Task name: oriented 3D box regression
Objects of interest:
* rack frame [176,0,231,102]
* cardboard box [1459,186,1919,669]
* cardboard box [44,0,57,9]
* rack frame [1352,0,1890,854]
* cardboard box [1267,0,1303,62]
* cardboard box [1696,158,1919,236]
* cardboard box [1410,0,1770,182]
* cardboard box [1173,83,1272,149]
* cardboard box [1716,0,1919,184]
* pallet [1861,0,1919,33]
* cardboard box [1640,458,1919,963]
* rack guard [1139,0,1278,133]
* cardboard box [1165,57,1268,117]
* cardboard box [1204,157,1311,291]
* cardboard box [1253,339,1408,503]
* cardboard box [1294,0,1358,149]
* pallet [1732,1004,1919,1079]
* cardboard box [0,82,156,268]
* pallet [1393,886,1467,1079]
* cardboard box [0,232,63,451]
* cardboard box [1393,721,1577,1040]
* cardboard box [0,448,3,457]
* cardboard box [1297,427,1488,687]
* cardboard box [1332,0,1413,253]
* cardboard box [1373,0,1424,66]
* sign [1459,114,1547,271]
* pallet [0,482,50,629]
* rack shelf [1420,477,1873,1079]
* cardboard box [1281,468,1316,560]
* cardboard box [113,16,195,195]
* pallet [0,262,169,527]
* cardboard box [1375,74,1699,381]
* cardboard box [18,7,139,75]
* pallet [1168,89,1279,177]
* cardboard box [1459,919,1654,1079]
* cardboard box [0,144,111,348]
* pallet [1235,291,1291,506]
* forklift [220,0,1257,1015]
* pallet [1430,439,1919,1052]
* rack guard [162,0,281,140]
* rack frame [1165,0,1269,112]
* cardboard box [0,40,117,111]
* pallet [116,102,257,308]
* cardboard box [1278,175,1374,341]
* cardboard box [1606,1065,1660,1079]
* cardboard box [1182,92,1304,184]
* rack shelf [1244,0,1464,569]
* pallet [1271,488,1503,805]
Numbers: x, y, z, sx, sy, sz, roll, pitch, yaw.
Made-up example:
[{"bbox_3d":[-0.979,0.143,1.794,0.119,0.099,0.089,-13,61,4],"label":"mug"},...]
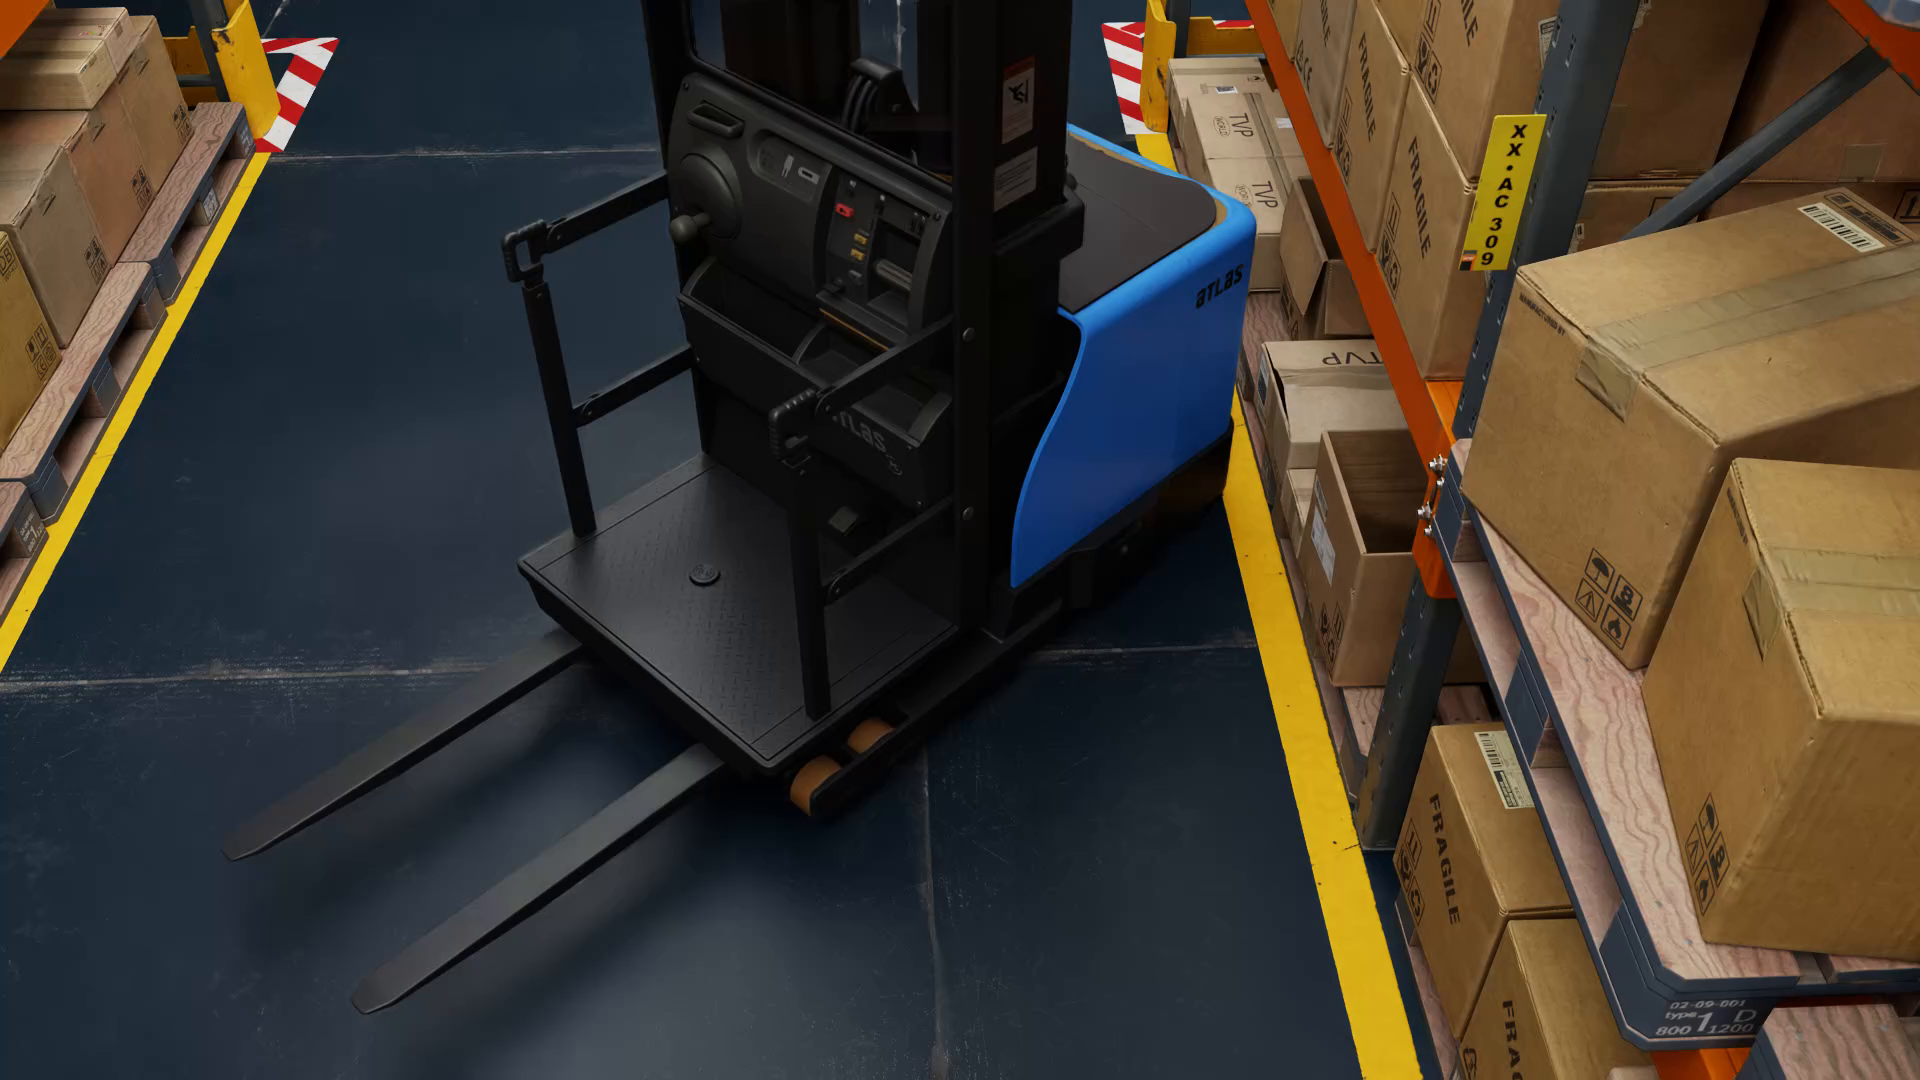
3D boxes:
[{"bbox_3d":[-3.569,-2.897,6.191,1.000,3.000,0.127,-2,43,-2],"label":"rack frame"},{"bbox_3d":[1.347,-0.207,2.871,0.700,0.500,0.500,-15,45,-16],"label":"cardboard box"},{"bbox_3d":[-3.645,-1.979,6.248,0.380,0.149,0.250,-1,43,-2],"label":"cardboard box"},{"bbox_3d":[1.550,-0.342,3.403,1.000,3.000,0.127,-2,43,-2],"label":"rack frame"},{"bbox_3d":[1.201,-1.747,4.862,0.500,0.500,0.500,-1,43,-1],"label":"cardboard box"},{"bbox_3d":[1.800,-0.731,3.753,0.500,0.500,0.500,-1,43,-1],"label":"cardboard box"},{"bbox_3d":[1.270,-1.081,3.396,0.500,0.500,0.500,-1,43,-2],"label":"cardboard box"},{"bbox_3d":[1.065,-1.699,6.654,0.380,0.166,0.250,-2,43,-2],"label":"cardboard box"},{"bbox_3d":[1.811,-1.073,3.387,0.500,0.500,0.500,-1,43,-1],"label":"cardboard box"},{"bbox_3d":[1.507,-0.936,1.970,1.213,0.211,1.003,-2,43,-2],"label":"pallet"},{"bbox_3d":[1.439,0.255,2.367,0.700,0.500,0.500,5,43,5],"label":"cardboard box"},{"bbox_3d":[1.383,-2.069,7.138,1.175,0.500,0.348,-2,43,-2],"label":"rack guard"},{"bbox_3d":[1.054,-1.861,6.844,0.380,0.149,0.250,-2,43,-2],"label":"cardboard box"},{"bbox_3d":[1.162,-1.140,5.984,0.500,0.250,0.500,-2,43,-2],"label":"cardboard box"},{"bbox_3d":[1.210,-0.396,5.126,0.500,0.311,0.500,-2,43,-2],"label":"cardboard box"},{"bbox_3d":[1.225,-1.403,4.487,0.500,0.500,0.500,-1,43,-1],"label":"cardboard box"},{"bbox_3d":[1.633,1.117,1.954,1.003,0.211,1.213,-2,43,-2],"label":"pallet"},{"bbox_3d":[-3.418,-1.323,6.013,0.700,0.500,0.500,-2,43,-2],"label":"cardboard box"},{"bbox_3d":[1.622,1.234,3.747,1.003,0.211,1.213,-2,43,-2],"label":"pallet"},{"bbox_3d":[-3.366,-0.624,5.250,0.700,0.500,0.500,-1,43,-1],"label":"cardboard box"},{"bbox_3d":[1.327,0.751,3.735,0.500,0.500,0.500,-3,43,-4],"label":"cardboard box"},{"bbox_3d":[-3.347,-0.277,4.872,0.700,0.500,0.500,-2,43,-2],"label":"cardboard box"},{"bbox_3d":[1.242,0.041,4.510,0.500,0.500,0.500,-2,43,-2],"label":"cardboard box"},{"bbox_3d":[1.249,-1.057,4.109,0.500,0.500,0.500,-1,43,-1],"label":"cardboard box"},{"bbox_3d":[1.245,-1.427,3.773,0.500,0.500,0.500,-2,43,-3],"label":"cardboard box"},{"bbox_3d":[1.008,-0.640,3.088,0.100,0.325,0.005,-2,43,-2],"label":"sign"},{"bbox_3d":[-3.353,0.315,4.750,1.003,0.211,1.213,-2,43,-2],"label":"pallet"},{"bbox_3d":[1.635,1.274,2.173,1.077,0.370,4.000,-2,43,-2],"label":"rack shelf"},{"bbox_3d":[1.166,-0.081,4.903,0.380,0.149,0.250,-2,43,-2],"label":"cardboard box"},{"bbox_3d":[-3.439,-1.661,6.381,0.700,0.500,0.500,-2,43,-2],"label":"cardboard box"},{"bbox_3d":[-3.408,-0.510,5.651,1.003,0.211,1.213,-2,43,-2],"label":"pallet"},{"bbox_3d":[1.272,-0.709,3.729,0.500,0.500,0.500,-1,43,-1],"label":"cardboard box"},{"bbox_3d":[-3.252,-1.819,6.073,0.380,0.149,0.250,-2,43,-2],"label":"cardboard box"},{"bbox_3d":[1.418,-1.425,6.648,1.003,0.211,1.213,-2,43,-2],"label":"pallet"},{"bbox_3d":[1.361,1.111,3.342,0.500,0.500,0.500,-1,43,-1],"label":"cardboard box"},{"bbox_3d":[-3.396,-0.984,5.642,0.700,0.500,0.500,-3,43,-3],"label":"cardboard box"},{"bbox_3d":[1.467,-0.603,5.752,1.003,0.211,1.213,-2,43,-2],"label":"pallet"},{"bbox_3d":[-0.531,-0.735,3.883,1.130,2.935,3.031,33,52,31],"label":"forklift"},{"bbox_3d":[1.475,0.272,2.876,1.003,0.211,1.213,-2,43,-2],"label":"pallet"},{"bbox_3d":[-3.570,-1.992,7.053,1.175,0.500,0.348,-2,43,-2],"label":"rack guard"},{"bbox_3d":[1.380,-3.042,6.349,1.000,3.000,0.127,-2,43,-2],"label":"rack frame"},{"bbox_3d":[-3.240,-1.646,5.885,0.380,0.149,0.250,-1,43,-1],"label":"cardboard box"},{"bbox_3d":[-3.457,-1.332,6.547,1.003,0.211,1.213,-2,43,-2],"label":"pallet"},{"bbox_3d":[1.465,-0.852,5.481,0.797,0.503,0.637,-2,43,-2],"label":"cardboard box"},{"bbox_3d":[1.369,1.150,2.745,0.500,0.250,0.500,-2,43,-2],"label":"cardboard box"},{"bbox_3d":[1.141,-1.478,6.352,0.500,0.250,0.500,-2,43,-2],"label":"cardboard box"},{"bbox_3d":[1.465,-1.427,5.119,1.077,0.370,4.000,-2,43,-2],"label":"rack shelf"},{"bbox_3d":[1.522,0.223,4.851,1.003,0.211,1.213,-2,43,-2],"label":"pallet"}]
